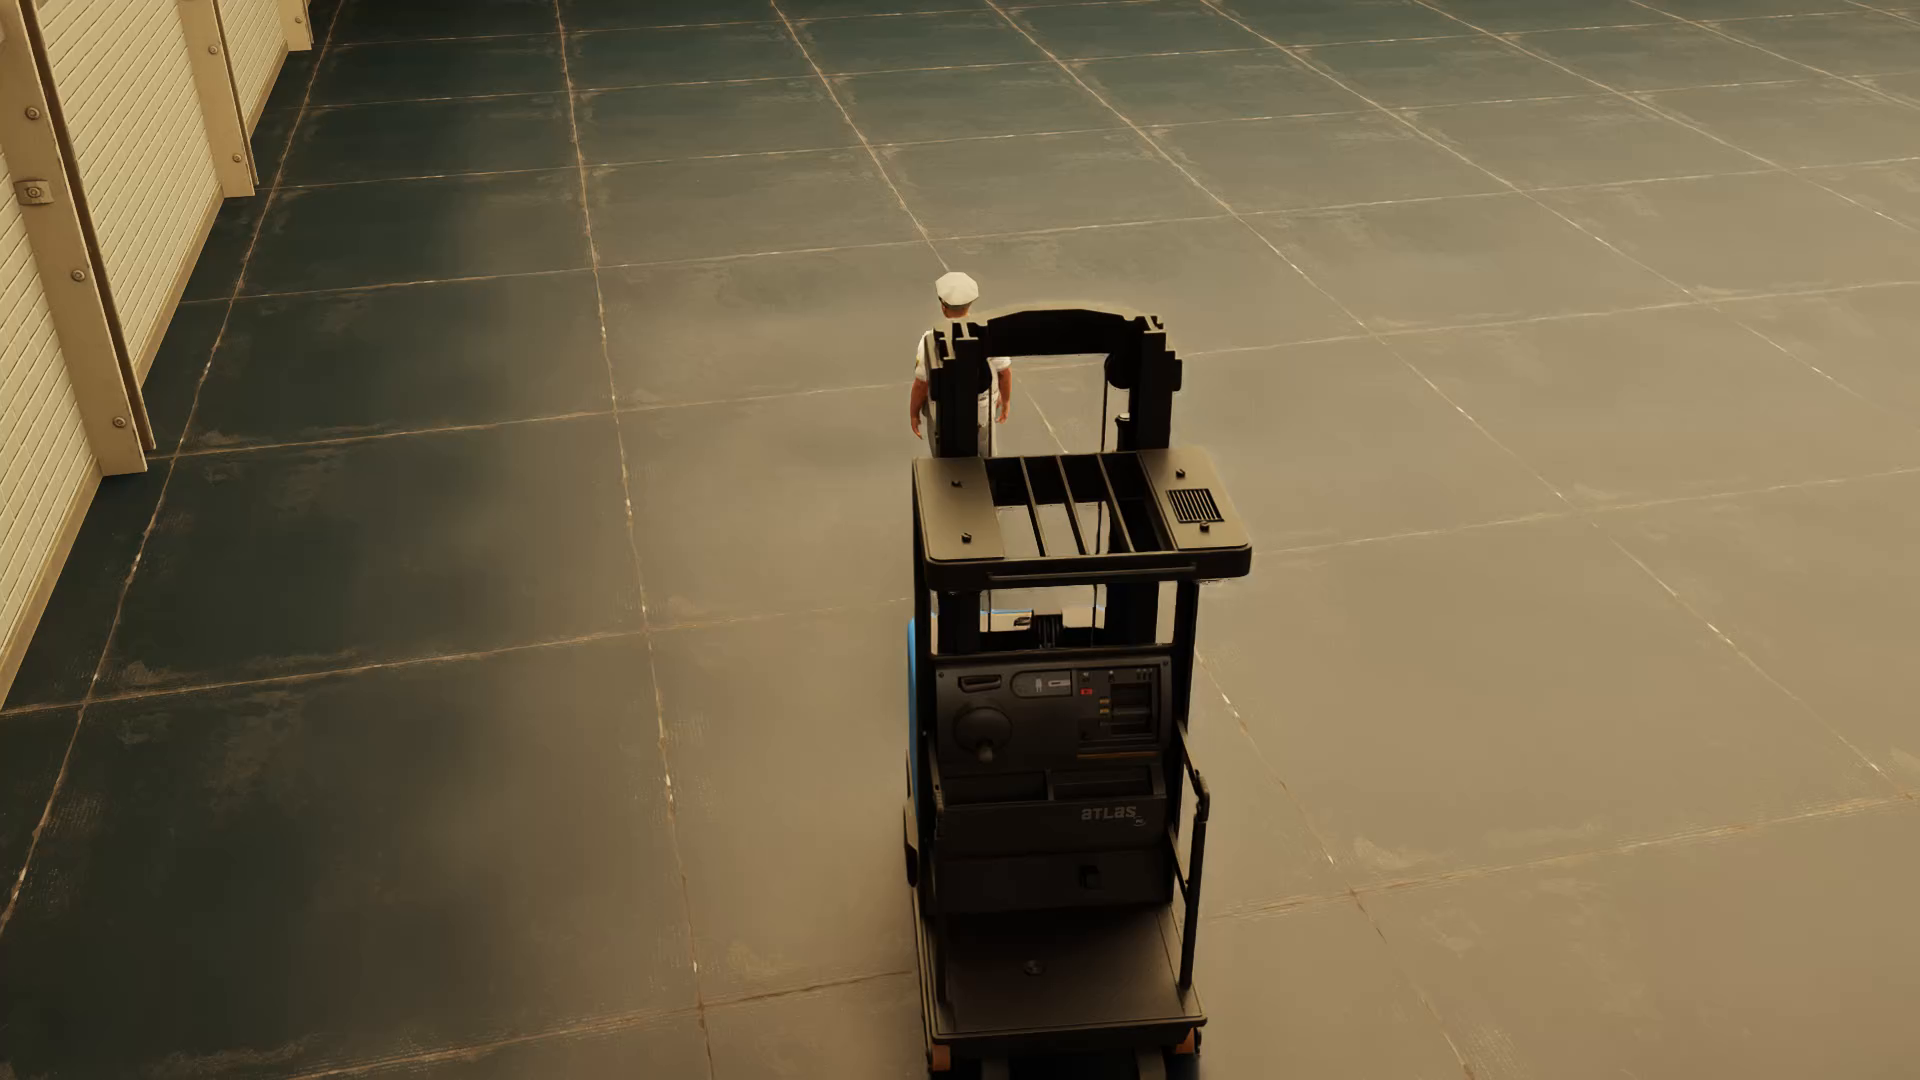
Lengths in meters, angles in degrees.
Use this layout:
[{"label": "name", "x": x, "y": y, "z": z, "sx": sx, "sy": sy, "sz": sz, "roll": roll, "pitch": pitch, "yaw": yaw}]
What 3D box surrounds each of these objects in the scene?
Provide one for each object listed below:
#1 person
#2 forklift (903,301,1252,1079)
[{"label": "person", "x": -0.007, "y": -0.818, "z": 10.118, "sx": 0.641, "sy": 1.780, "sz": 0.574, "roll": -7, "pitch": 31, "yaw": -12}, {"label": "forklift", "x": 0.391, "y": 0.713, "z": 6.343, "sx": 1.130, "sy": 2.935, "sz": 3.031, "roll": -3, "pitch": 30, "yaw": -5}]
